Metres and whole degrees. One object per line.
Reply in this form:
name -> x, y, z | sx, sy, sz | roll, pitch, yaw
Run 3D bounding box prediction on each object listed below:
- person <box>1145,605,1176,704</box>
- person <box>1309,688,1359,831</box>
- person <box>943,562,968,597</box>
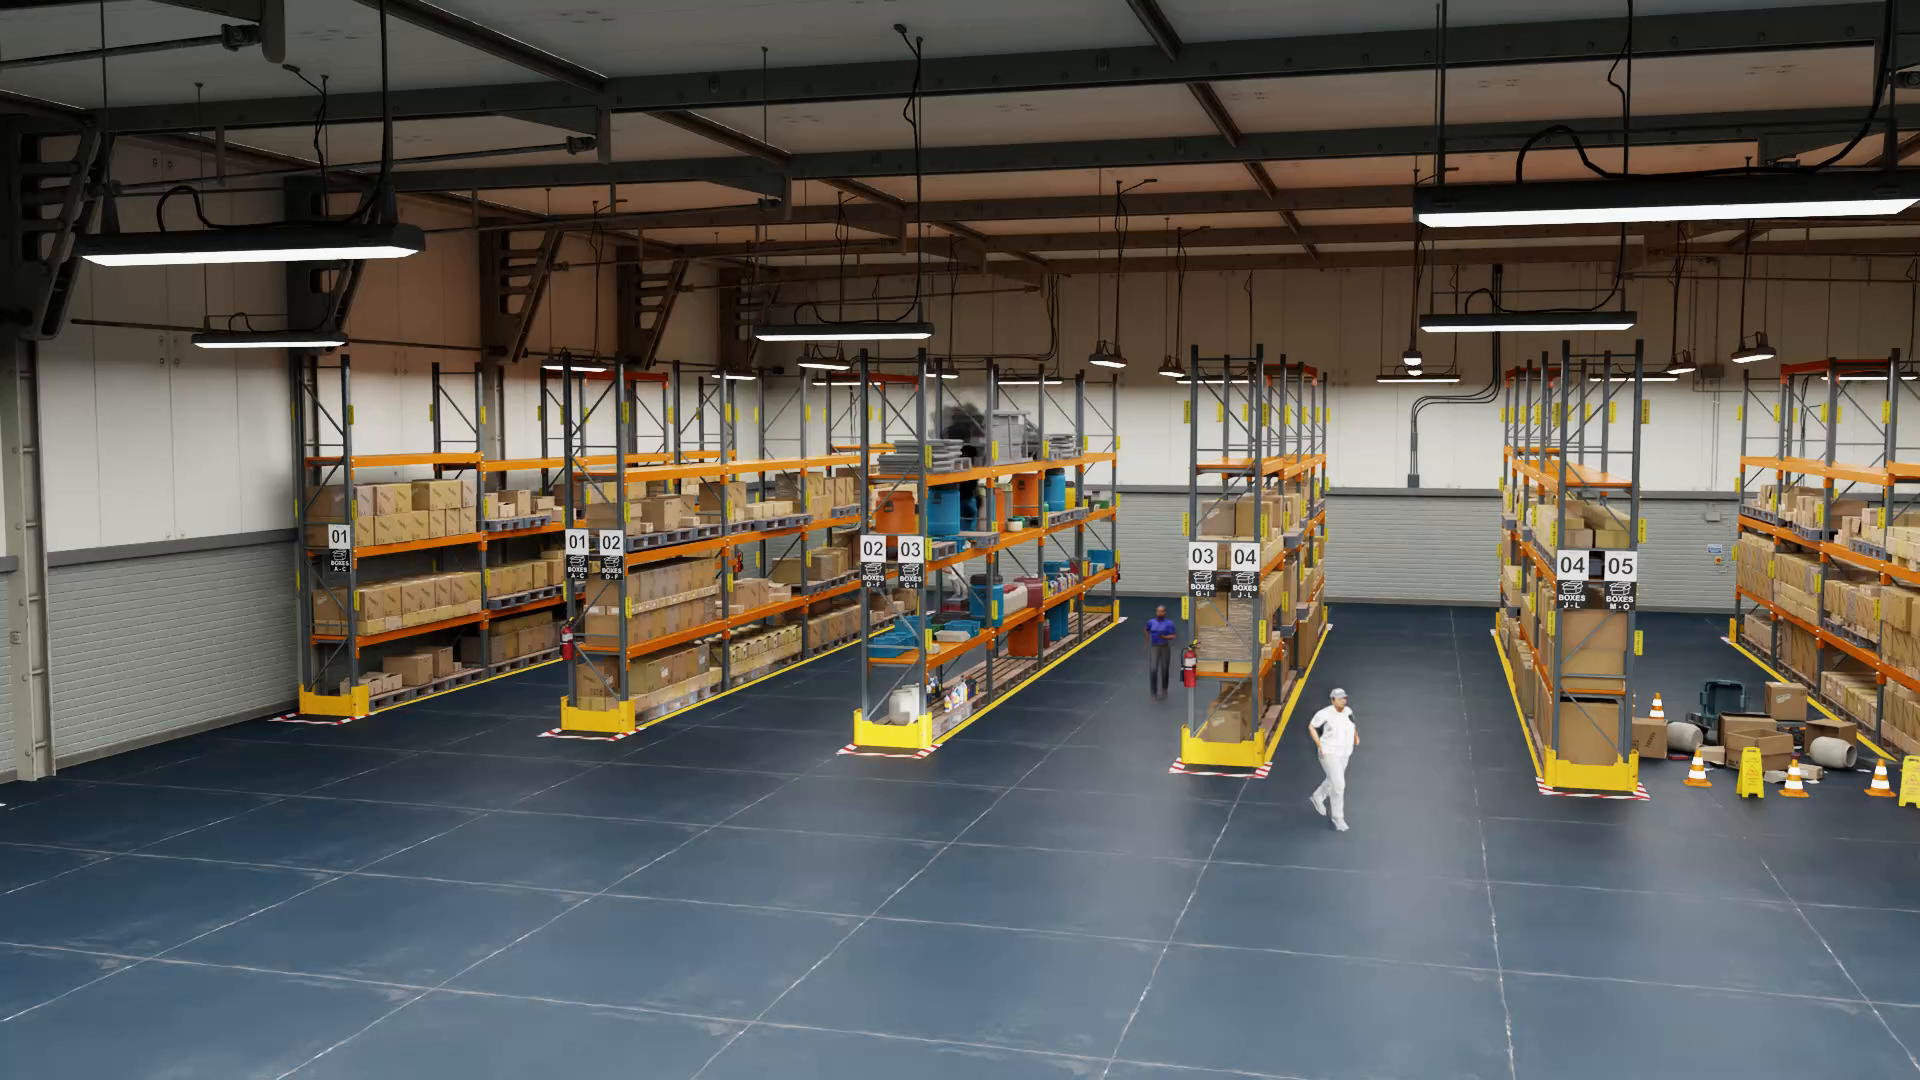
person -> 3.508, 1.988, 29.184 | 0.549, 1.717, 0.781 | 1, 4, 10
person -> 4.582, 2.645, 20.423 | 0.601, 1.705, 0.815 | -2, 5, -29
person -> -0.112, 0.985, 41.960 | 0.684, 1.761, 0.787 | -3, 5, -37
